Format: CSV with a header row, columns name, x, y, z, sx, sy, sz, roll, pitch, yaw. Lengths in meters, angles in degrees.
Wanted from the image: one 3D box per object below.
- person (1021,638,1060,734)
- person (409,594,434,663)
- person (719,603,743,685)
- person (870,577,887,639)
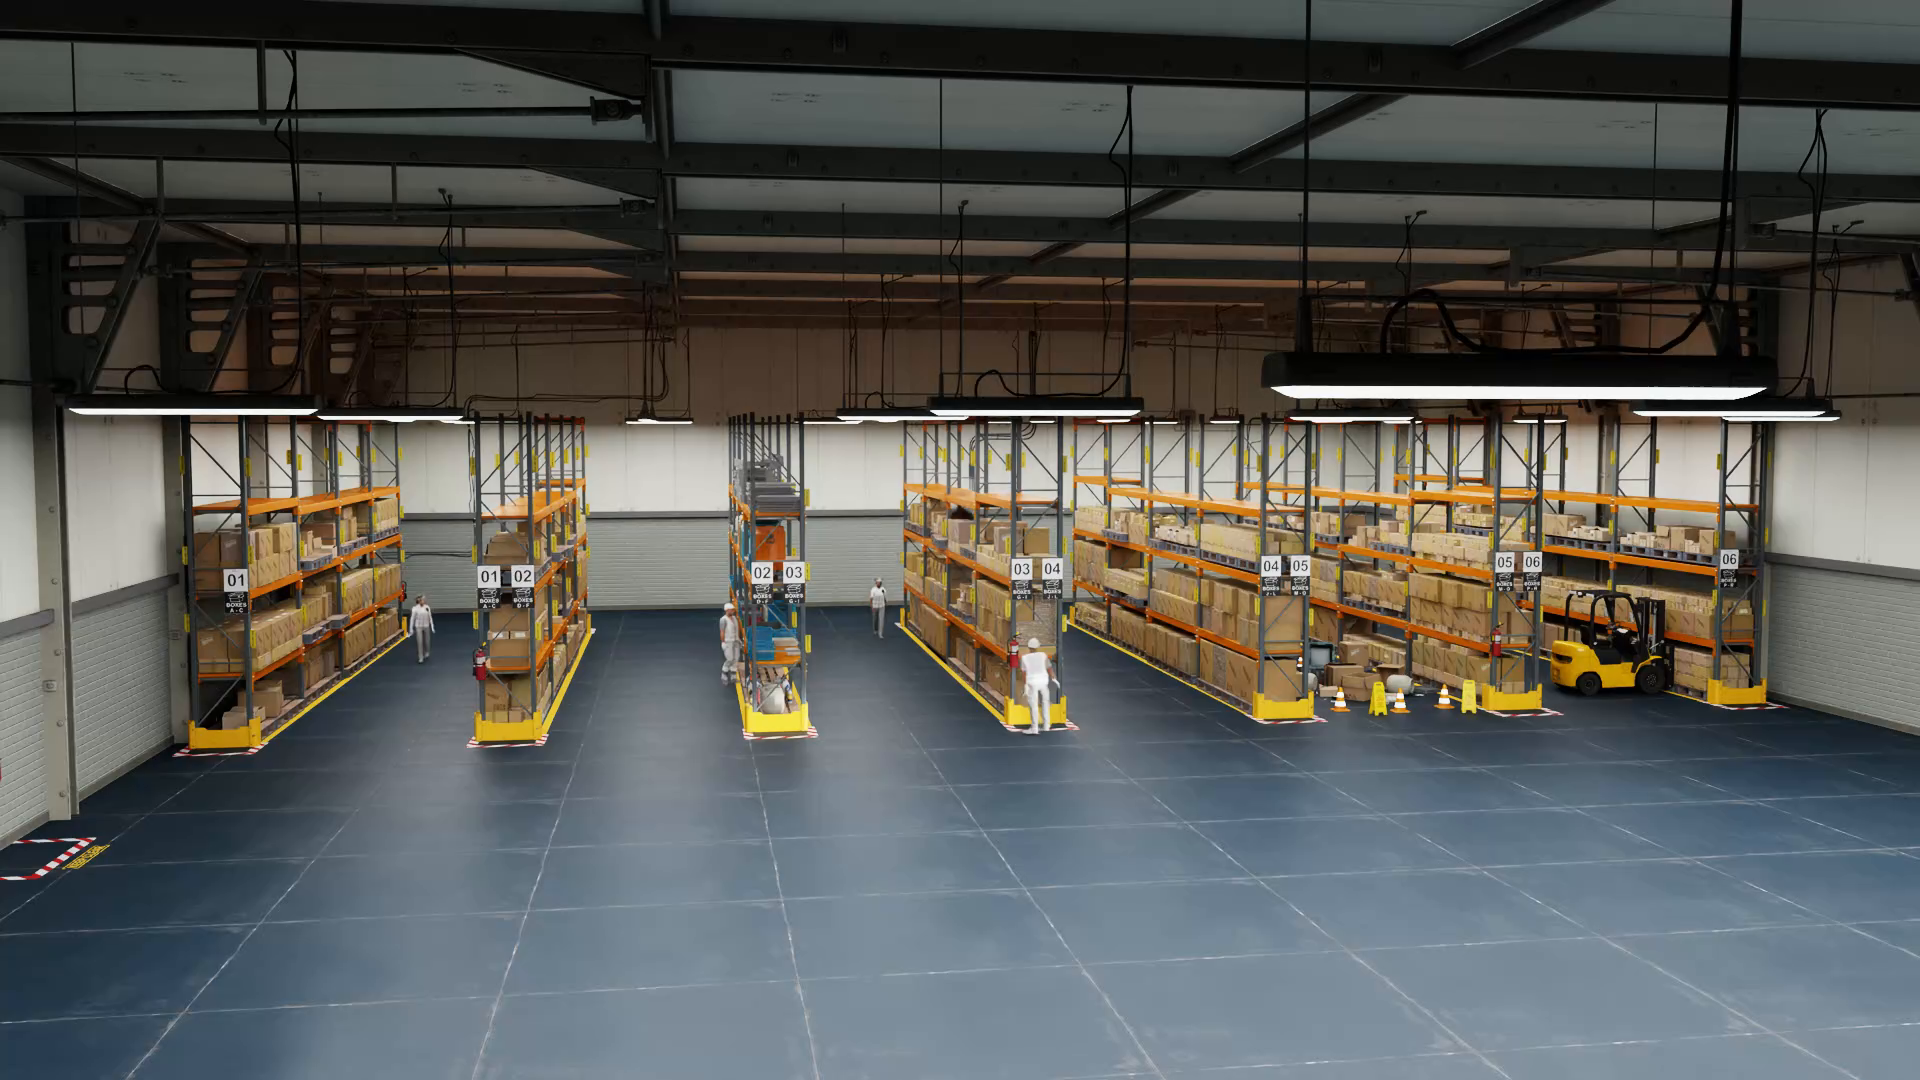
name,x,y,z,sx,sy,sz,roll,pitch,yaw
person,1.495,2.709,31.058,0.760,1.794,0.481,-1,4,-14
person,-13.137,2.135,40.572,0.579,1.643,0.902,-1,4,-20
person,-5.110,2.332,37.197,0.422,1.839,0.596,3,5,34
person,-2.209,1.828,45.159,0.469,1.651,0.928,0,4,-3
